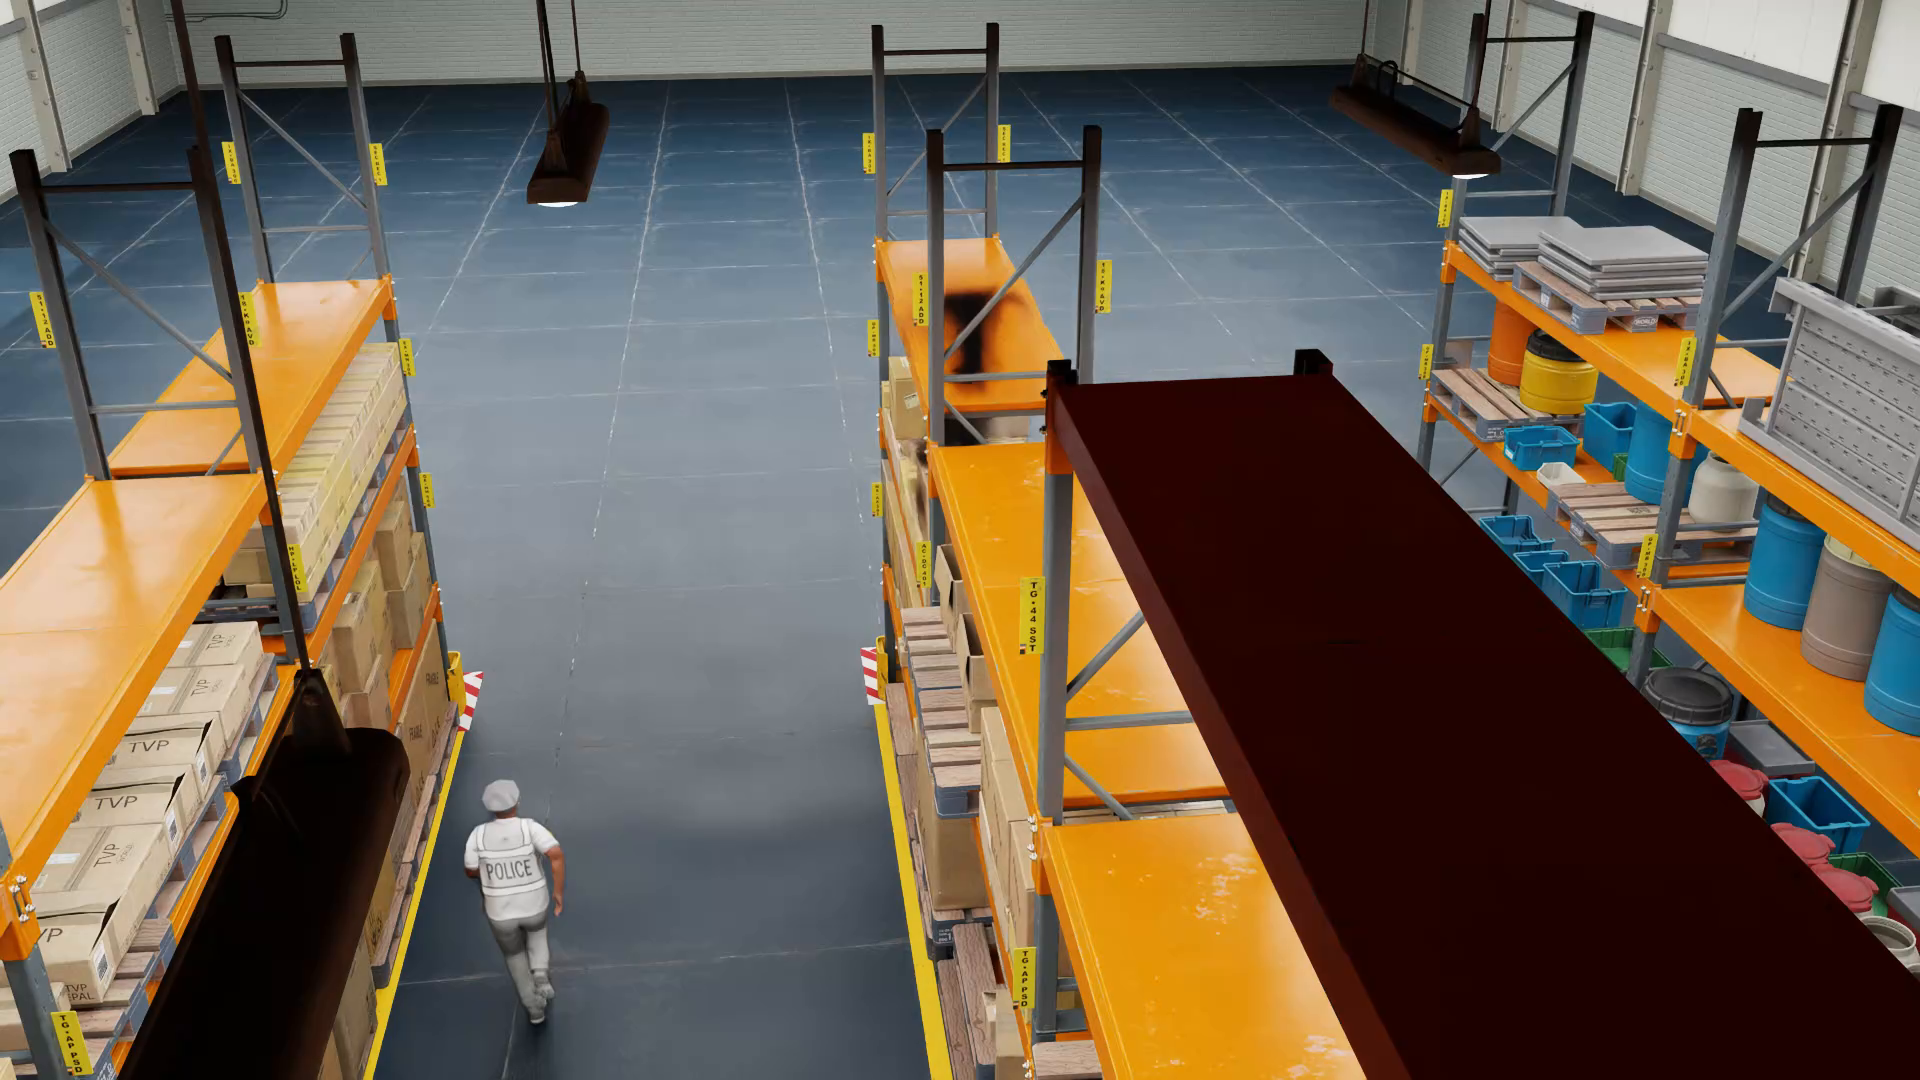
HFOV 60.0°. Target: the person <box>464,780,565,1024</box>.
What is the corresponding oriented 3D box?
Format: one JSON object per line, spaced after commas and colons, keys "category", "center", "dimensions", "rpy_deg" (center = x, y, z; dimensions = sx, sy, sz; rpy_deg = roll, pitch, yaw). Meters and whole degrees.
{"category": "person", "center": [-3.029, 2.449, 11.412], "dimensions": [0.636, 1.702, 0.736], "rpy_deg": [-9, 27, -19]}
